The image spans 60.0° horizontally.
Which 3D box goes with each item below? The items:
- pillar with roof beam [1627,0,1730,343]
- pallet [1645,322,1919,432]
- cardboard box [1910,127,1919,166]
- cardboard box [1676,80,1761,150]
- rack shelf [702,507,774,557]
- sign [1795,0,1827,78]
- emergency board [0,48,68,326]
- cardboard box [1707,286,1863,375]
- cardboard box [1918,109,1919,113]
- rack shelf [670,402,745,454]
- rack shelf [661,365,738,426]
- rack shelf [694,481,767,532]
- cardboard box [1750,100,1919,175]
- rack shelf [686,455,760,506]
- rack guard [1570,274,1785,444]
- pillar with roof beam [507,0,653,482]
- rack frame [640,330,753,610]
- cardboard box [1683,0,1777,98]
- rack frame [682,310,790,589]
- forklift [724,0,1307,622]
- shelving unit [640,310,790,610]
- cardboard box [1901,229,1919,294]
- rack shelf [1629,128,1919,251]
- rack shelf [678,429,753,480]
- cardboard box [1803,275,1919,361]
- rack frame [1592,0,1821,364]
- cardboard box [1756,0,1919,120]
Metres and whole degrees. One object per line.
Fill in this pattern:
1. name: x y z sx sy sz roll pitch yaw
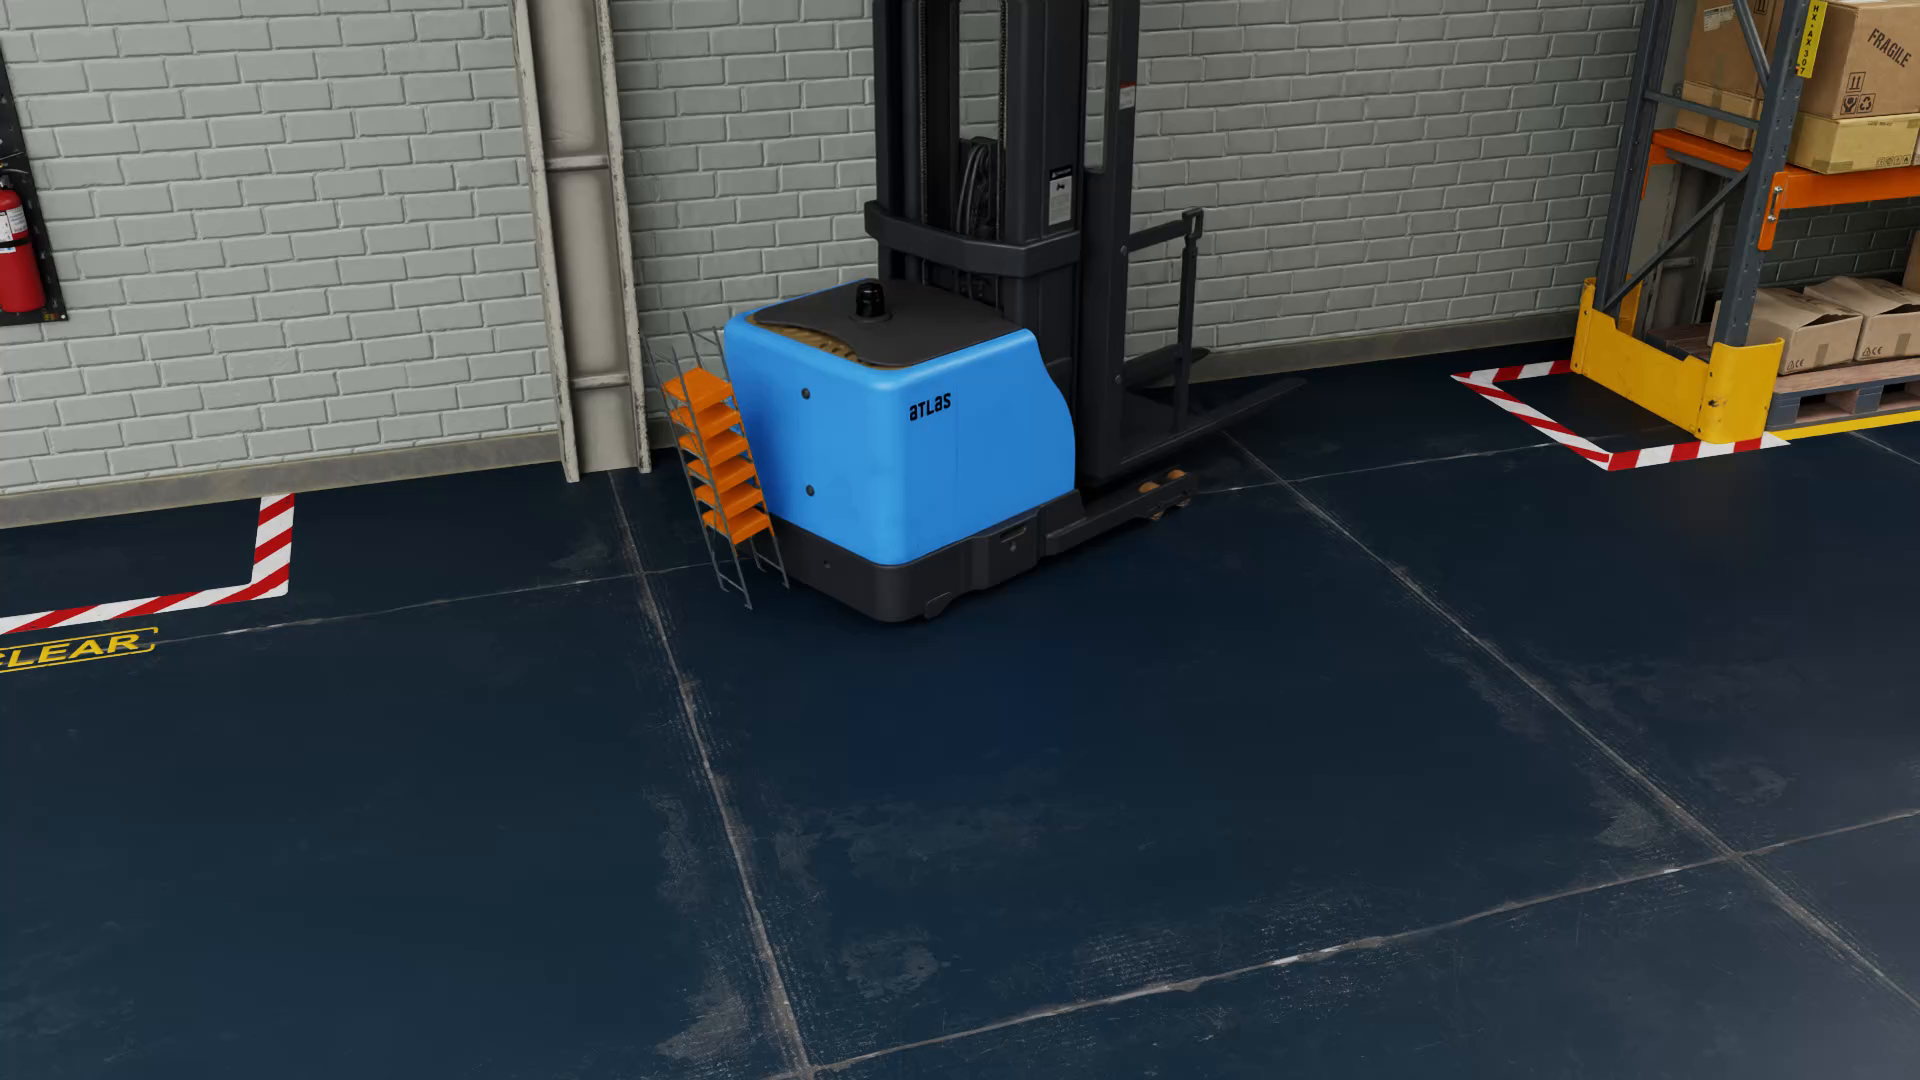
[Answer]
1. pillar with roof beam: 5.341 -3.398 3.975 0.400 9.000 9.100 -8 28 -16
2. pallet: 4.466 -0.927 8.881 1.213 0.211 1.003 -8 28 -16
3. cardboard box: 4.662 -2.021 8.094 0.500 0.250 0.500 -9 28 -18
4. cardboard box: 3.995 -2.157 8.368 0.500 0.250 0.500 -8 27 -15
5. rack shelf: -0.892 -0.060 6.631 0.180 0.103 0.258 -31 38 -26
6. sign: 3.779 -2.227 7.390 0.005 0.325 0.100 -8 28 -16
7. emergency board: -4.058 -1.381 6.658 0.643 1.169 0.194 -8 28 -16
8. cardboard box: 4.296 -1.119 8.660 0.500 0.311 0.500 -12 29 -22
9. cardboard box: 4.630 -2.349 7.911 0.500 0.500 0.500 -8 28 -16
10. rack shelf: -0.973 -0.451 6.365 0.180 0.103 0.258 -31 38 -26
11. rack shelf: -0.994 -0.549 6.298 0.180 0.103 0.258 -31 38 -26
12. rack shelf: -0.912 -0.158 6.564 0.180 0.103 0.258 -31 38 -26
13. cardboard box: 4.173 -1.944 7.938 0.500 0.250 0.500 -9 28 -18
14. rack shelf: -0.933 -0.255 6.498 0.180 0.103 0.258 -31 38 -26
15. rack guard: 3.683 -0.960 8.621 0.348 0.500 1.175 -8 28 -16
16. pillar with roof beam: -0.364 -2.572 2.310 0.400 9.000 9.100 -8 28 -16
17. rack frame: -1.010 -0.249 6.432 0.006 1.200 0.240 -31 38 -26
18. cardboard box: 3.993 -2.501 8.218 0.500 0.500 0.500 -9 28 -17
19. rack frame: -0.870 -0.334 6.514 0.006 1.200 0.240 -31 38 -26
20. forklift: 0.441 -1.549 7.074 3.031 2.935 1.130 -24 35 -39
21. shelving unit: -0.940 -0.292 6.473 0.189 1.200 0.258 -31 38 -26
22. cardboard box: 5.551 -1.362 8.937 0.500 0.500 0.700 -10 28 -19
23. rack shelf: 5.512 -2.022 8.759 4.000 0.370 1.077 -8 28 -16
24. rack shelf: -0.953 -0.353 6.431 0.180 0.103 0.258 -31 38 -26
25. cardboard box: 4.838 -1.197 8.818 0.500 0.311 0.500 -6 27 -12
26. rack frame: 3.610 -2.069 8.044 0.127 3.000 1.000 -8 28 -16
27. cardboard box: 4.157 -2.285 7.783 0.500 0.500 0.500 -8 28 -16
